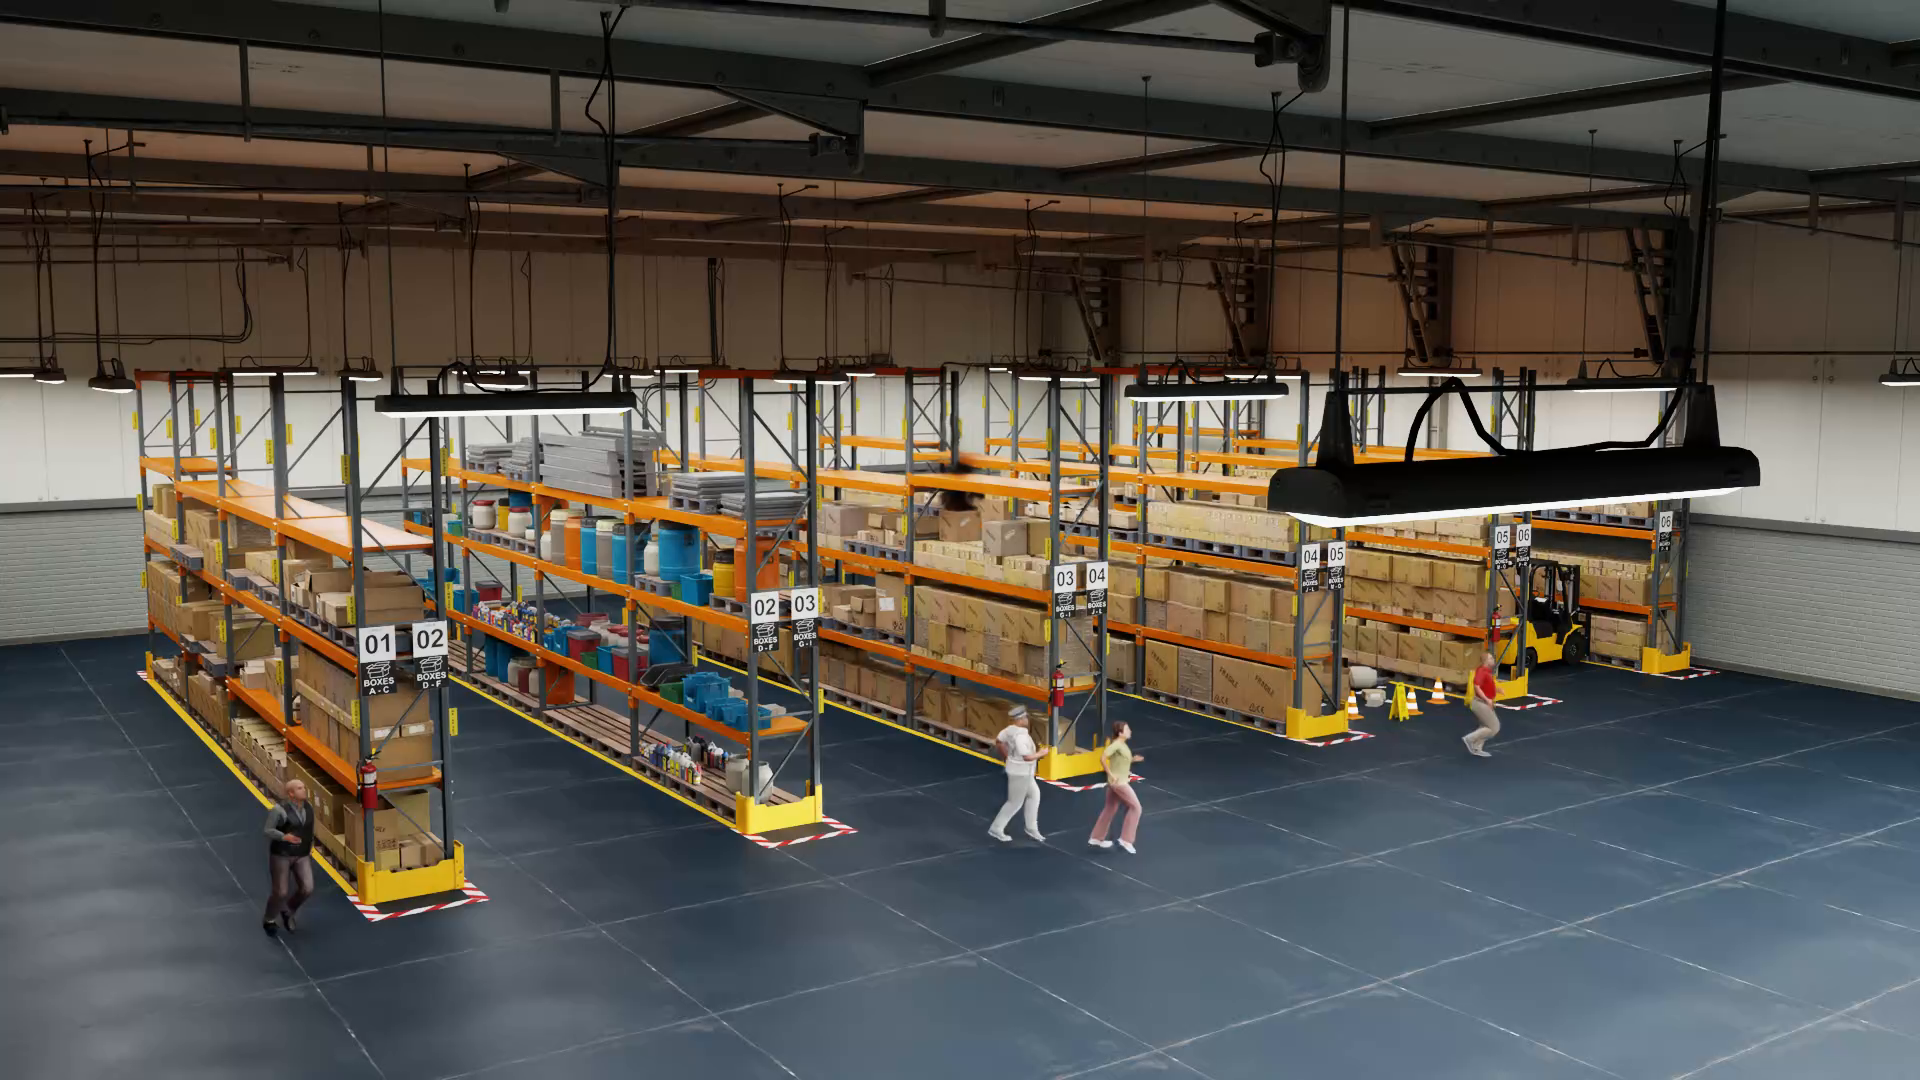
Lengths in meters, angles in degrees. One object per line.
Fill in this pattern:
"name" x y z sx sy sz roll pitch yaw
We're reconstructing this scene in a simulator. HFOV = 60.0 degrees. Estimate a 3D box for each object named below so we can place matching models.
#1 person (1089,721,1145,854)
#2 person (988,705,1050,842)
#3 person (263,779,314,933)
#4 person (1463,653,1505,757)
"person" 1.993 3.137 21.135 0.717 1.725 0.546 0 6 0
"person" 0.755 3.039 21.410 0.812 1.843 0.634 -1 6 -5
"person" -7.259 3.458 18.191 0.621 1.680 0.665 6 9 41
"person" 8.199 2.584 25.970 0.629 1.681 0.721 1 7 11
